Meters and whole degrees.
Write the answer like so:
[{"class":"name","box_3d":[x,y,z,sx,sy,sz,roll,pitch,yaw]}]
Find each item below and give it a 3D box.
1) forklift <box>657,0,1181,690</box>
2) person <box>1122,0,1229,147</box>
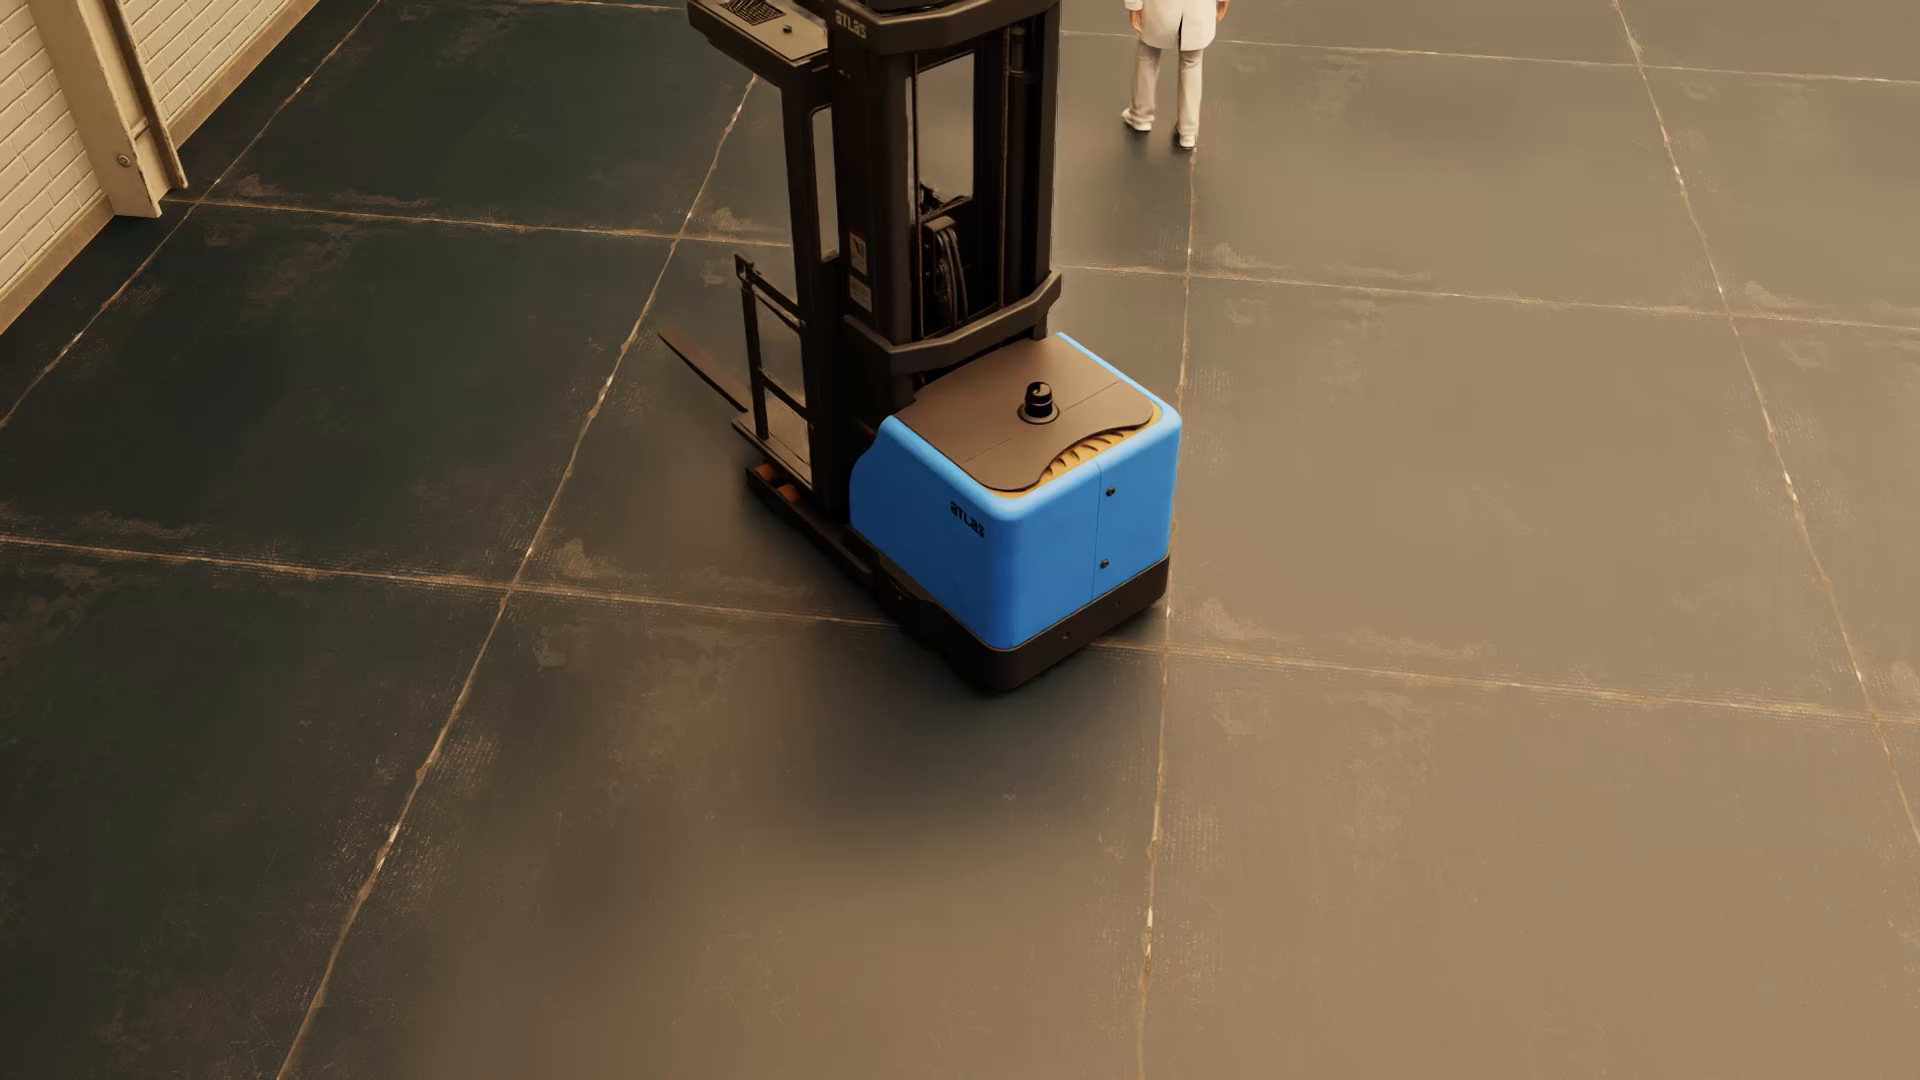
[{"class":"forklift","box_3d":[-0.385,-1.375,7.221,1.130,2.935,3.031,-29,50,-28]},{"class":"person","box_3d":[1.335,-3.307,10.214,0.680,1.812,0.540,-1,43,-1]}]
